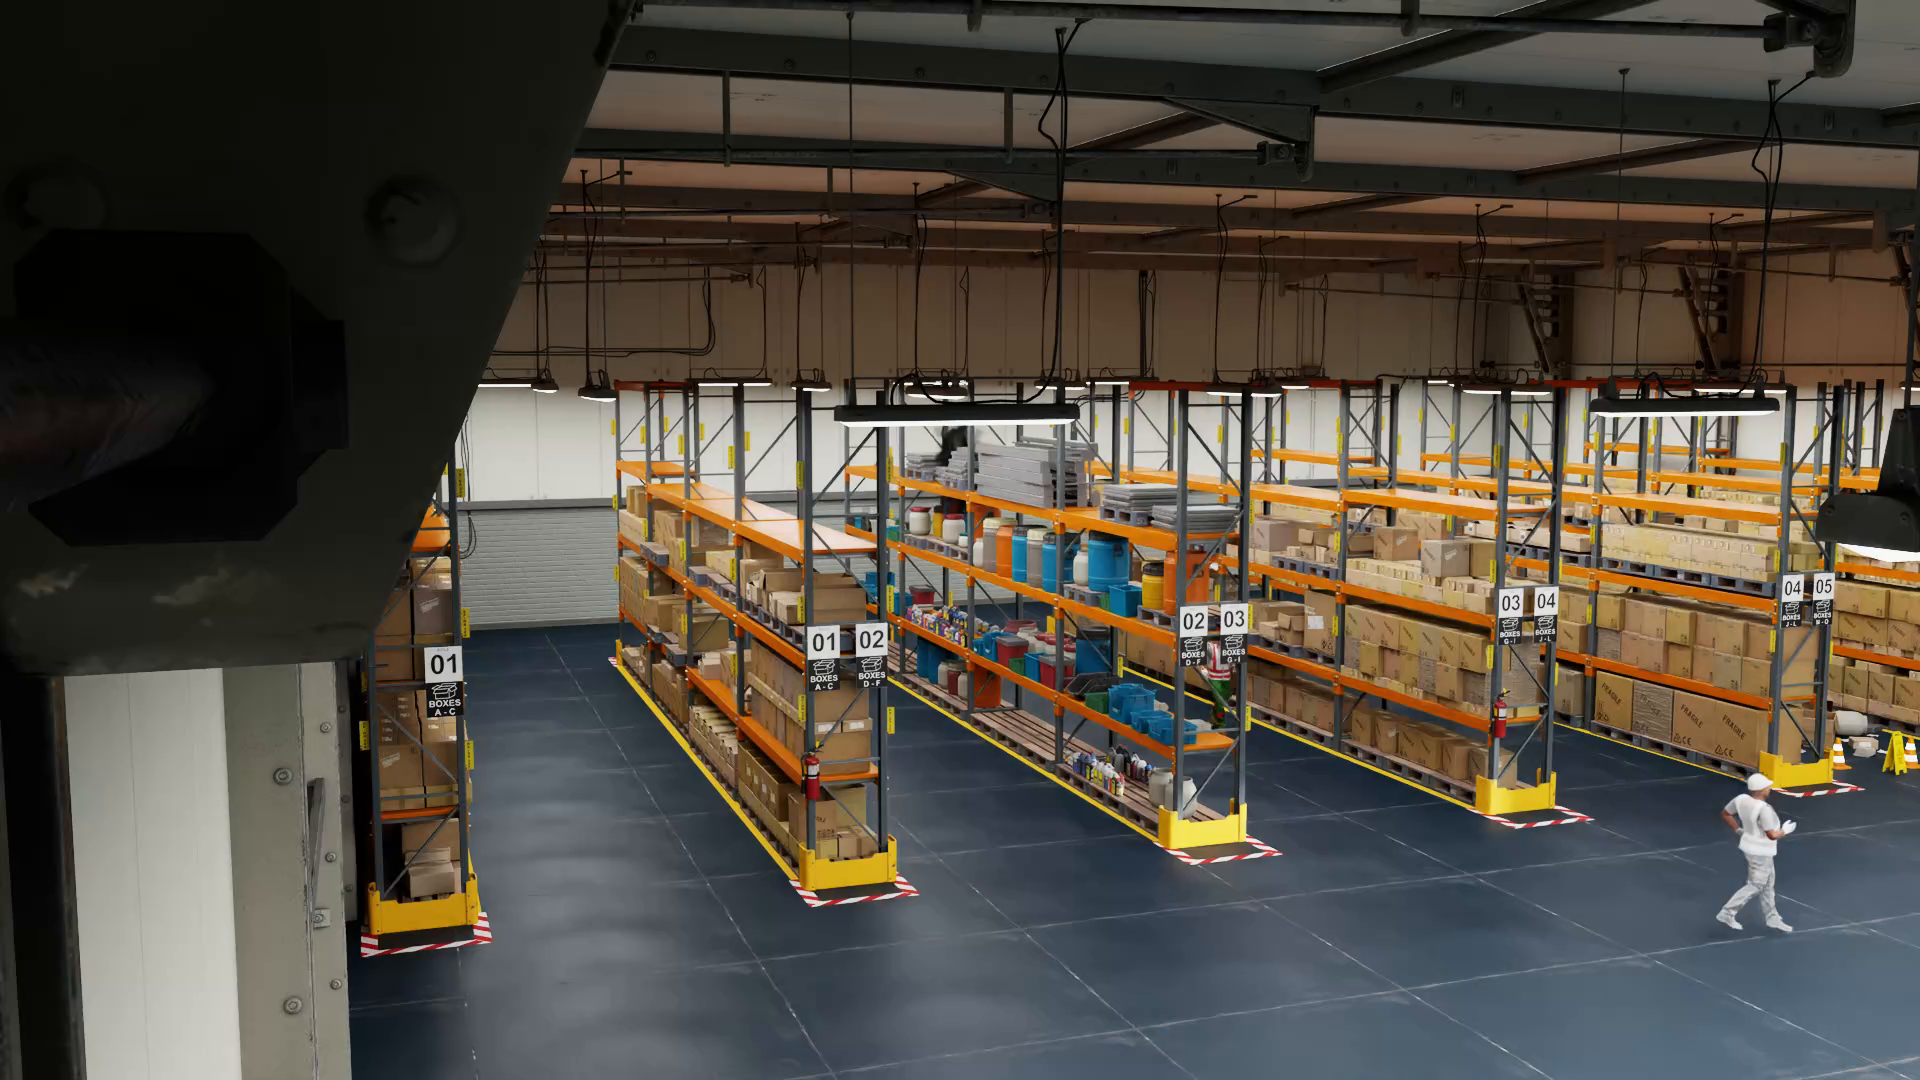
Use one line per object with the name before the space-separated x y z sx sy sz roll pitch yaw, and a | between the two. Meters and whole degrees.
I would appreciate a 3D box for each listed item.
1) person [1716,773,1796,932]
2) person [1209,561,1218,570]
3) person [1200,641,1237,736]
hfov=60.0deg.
person | 8.839 3.470 18.402 0.896 1.797 0.676 0 6 2
person | 6.009 1.180 40.494 0.733 1.742 0.956 5 8 42
person | 4.464 2.416 28.662 0.663 1.790 0.863 -2 6 -17
